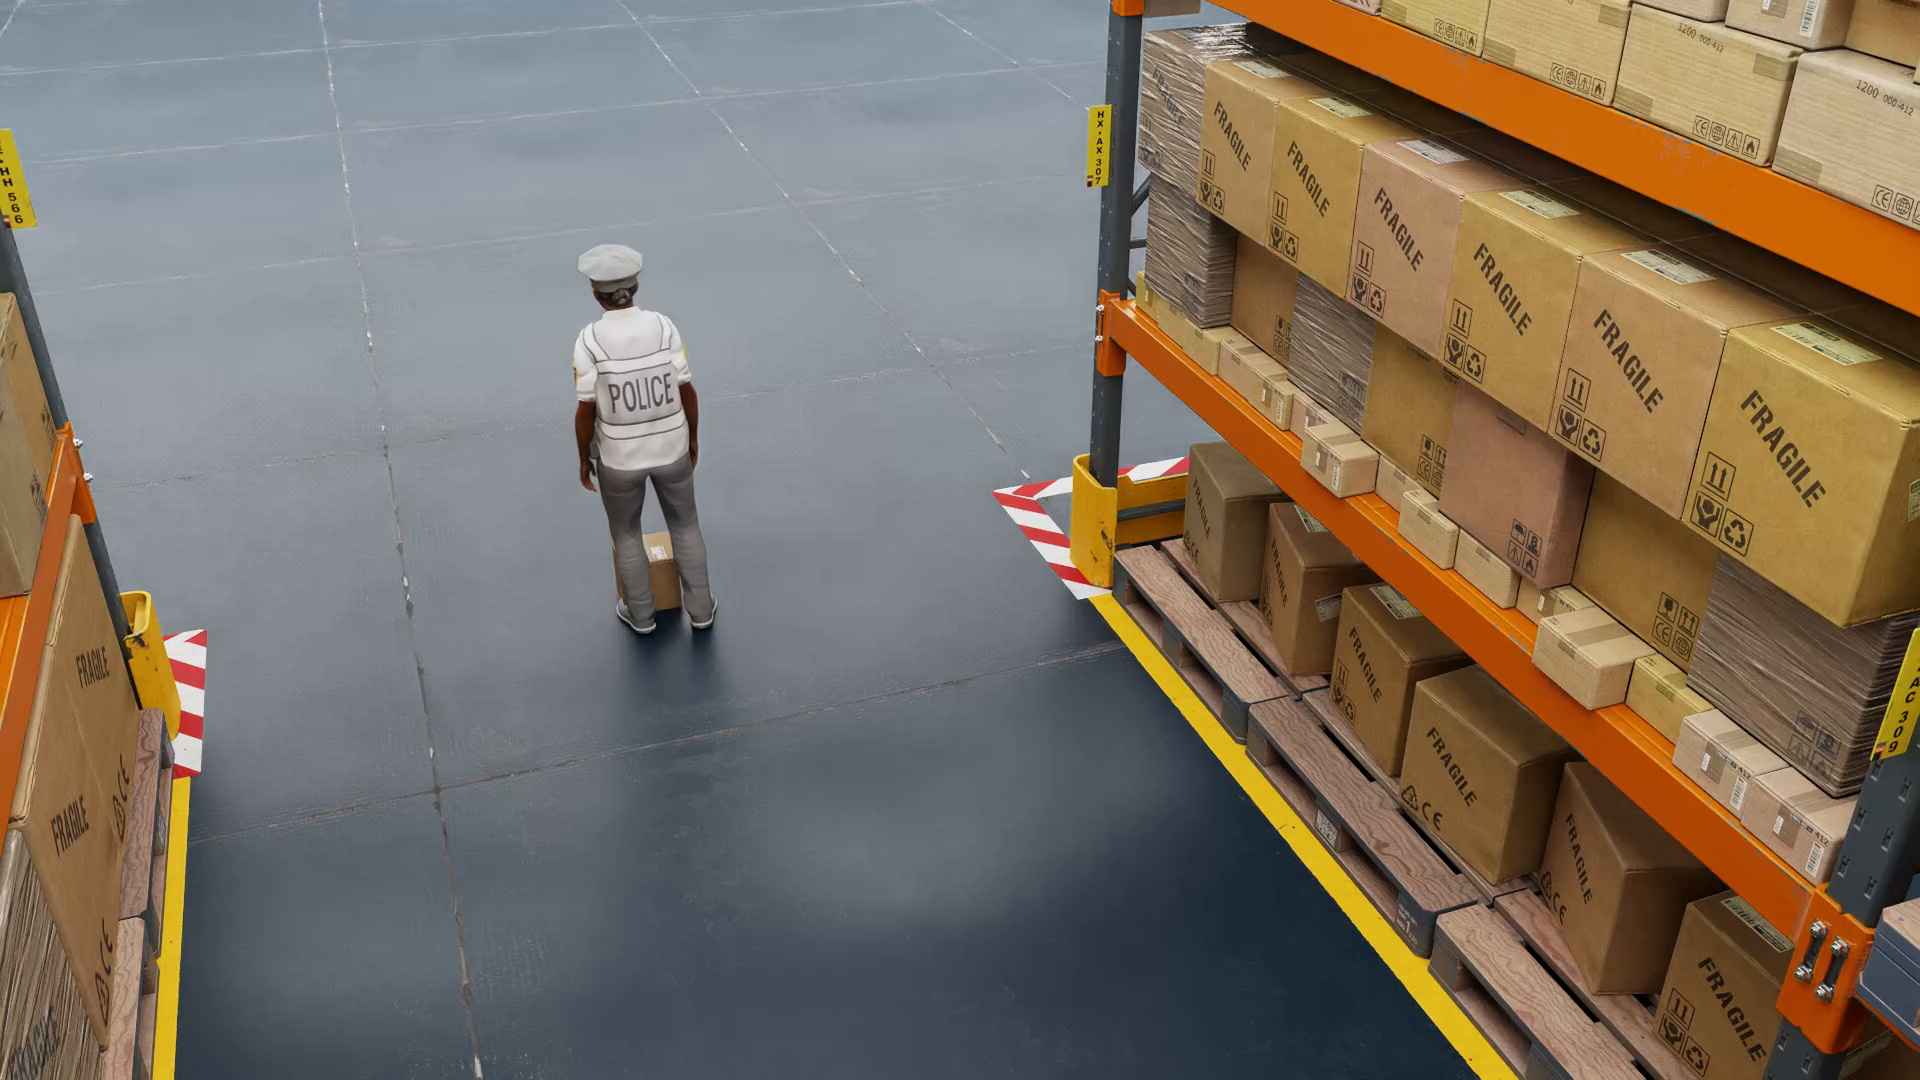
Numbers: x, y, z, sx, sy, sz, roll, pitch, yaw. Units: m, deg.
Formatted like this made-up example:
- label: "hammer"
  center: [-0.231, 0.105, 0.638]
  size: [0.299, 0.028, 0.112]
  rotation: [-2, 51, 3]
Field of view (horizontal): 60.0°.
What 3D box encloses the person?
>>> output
- label: "person"
  center: [-1.289, -0.364, 6.755]
  size: [0.532, 1.664, 0.421]
  rotation: [-12, 32, -20]
